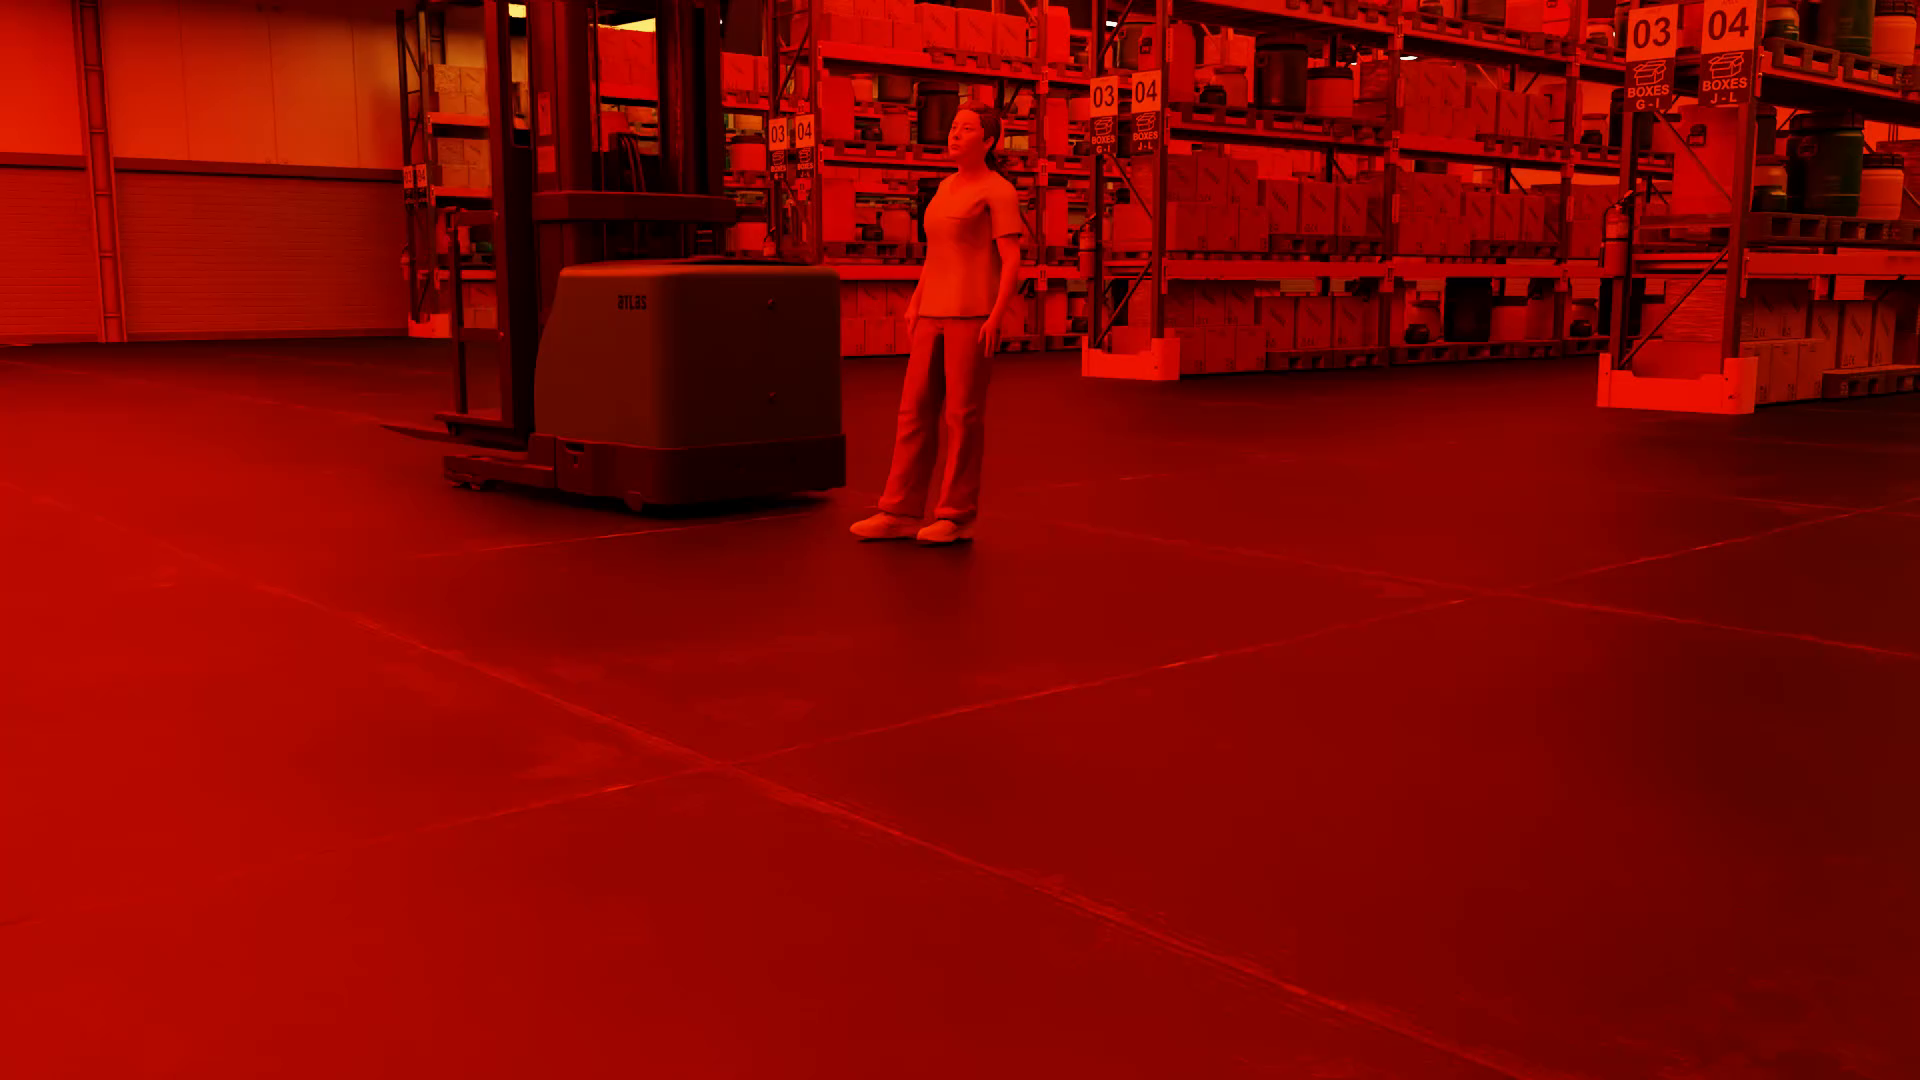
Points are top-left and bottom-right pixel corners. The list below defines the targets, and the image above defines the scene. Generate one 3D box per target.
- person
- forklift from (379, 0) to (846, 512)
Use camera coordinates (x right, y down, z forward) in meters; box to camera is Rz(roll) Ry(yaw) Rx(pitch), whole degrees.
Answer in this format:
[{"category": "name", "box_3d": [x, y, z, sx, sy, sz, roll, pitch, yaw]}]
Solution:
[{"category": "person", "box_3d": [-0.063, -0.829, 6.371, 0.549, 1.675, 0.555, -8, 12, -40]}, {"category": "forklift", "box_3d": [-1.920, -1.739, 8.193, 1.130, 2.935, 3.031, -9, 12, -44]}]
